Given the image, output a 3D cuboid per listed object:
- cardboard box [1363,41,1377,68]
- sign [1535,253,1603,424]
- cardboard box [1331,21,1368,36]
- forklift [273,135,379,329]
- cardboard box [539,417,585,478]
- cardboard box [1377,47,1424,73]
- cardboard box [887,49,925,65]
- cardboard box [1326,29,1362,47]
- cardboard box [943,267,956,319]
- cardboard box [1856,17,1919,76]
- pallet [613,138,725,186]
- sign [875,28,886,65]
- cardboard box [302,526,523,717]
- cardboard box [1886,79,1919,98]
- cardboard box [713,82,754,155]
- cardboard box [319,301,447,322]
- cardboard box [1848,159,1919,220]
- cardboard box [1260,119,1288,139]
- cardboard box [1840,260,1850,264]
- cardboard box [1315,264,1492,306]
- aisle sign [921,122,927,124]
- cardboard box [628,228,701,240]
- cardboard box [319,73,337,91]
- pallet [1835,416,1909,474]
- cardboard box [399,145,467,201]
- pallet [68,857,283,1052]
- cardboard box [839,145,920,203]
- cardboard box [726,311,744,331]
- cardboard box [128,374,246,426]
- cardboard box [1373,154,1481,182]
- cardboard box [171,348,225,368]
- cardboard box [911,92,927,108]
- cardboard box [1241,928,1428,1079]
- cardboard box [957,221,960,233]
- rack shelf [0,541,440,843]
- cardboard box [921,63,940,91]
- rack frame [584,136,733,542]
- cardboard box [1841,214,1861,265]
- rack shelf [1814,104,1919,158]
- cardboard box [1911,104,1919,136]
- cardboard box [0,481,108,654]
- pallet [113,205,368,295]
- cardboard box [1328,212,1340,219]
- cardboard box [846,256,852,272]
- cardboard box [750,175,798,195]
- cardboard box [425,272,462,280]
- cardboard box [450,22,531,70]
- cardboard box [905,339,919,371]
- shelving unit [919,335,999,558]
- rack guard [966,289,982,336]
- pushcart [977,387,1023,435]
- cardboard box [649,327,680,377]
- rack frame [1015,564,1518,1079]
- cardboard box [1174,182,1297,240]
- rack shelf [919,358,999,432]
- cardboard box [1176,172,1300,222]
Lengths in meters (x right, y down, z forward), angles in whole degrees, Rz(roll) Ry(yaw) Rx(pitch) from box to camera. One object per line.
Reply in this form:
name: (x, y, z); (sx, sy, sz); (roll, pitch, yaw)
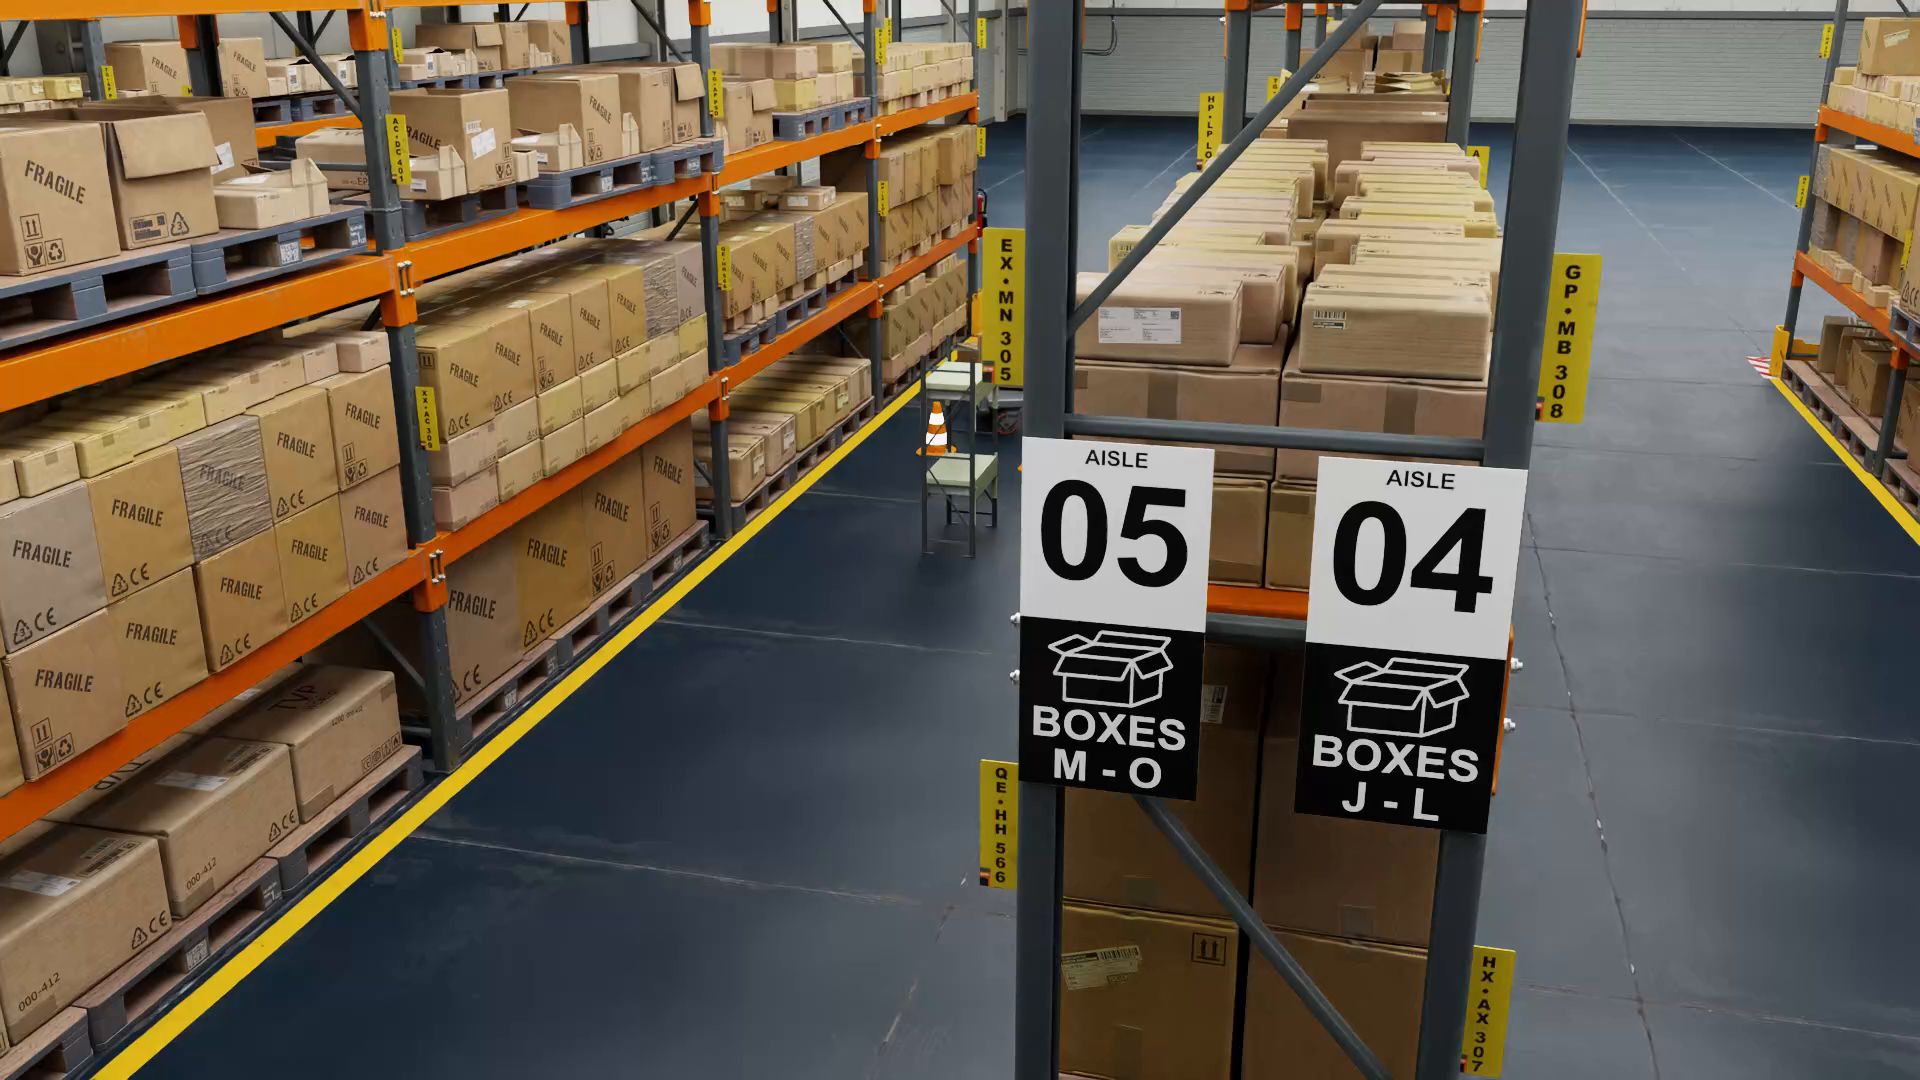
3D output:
cardboard box: (3.802, -4.738, 16.244); (0.500, 0.250, 0.500); (5, 19, 13)
sign: (1.155, -0.383, 3.176); (0.100, 0.325, 0.005); (5, 19, 13)
cardboard box: (4.085, -5.374, 17.490); (0.380, 0.149, 0.250); (5, 19, 14)
forklift: (-5.173, -1.826, 13.499); (3.031, 2.935, 1.130); (16, 24, 38)
cardboard box: (-2.590, -0.574, 9.959); (0.500, 0.250, 0.500); (4, 19, 13)
cardboard box: (3.951, -4.221, 14.730); (0.500, 0.250, 0.500); (5, 19, 14)
cardboard box: (-0.571, -4.958, 17.077); (0.380, 0.149, 0.250); (5, 20, 14)
cardboard box: (3.464, -4.576, 15.154); (0.380, 0.149, 0.250); (5, 19, 13)
cardboard box: (-0.354, -2.784, 18.642); (0.500, 0.500, 0.500); (5, 20, 15)
cardboard box: (8.698, -4.585, 15.441); (0.500, 0.500, 0.500); (5, 19, 13)
pallet: (-2.347, -2.584, 11.263); (1.213, 0.211, 1.003); (6, 20, 16)
sign: (-0.725, -4.521, 15.234); (0.100, 0.325, 0.005); (5, 19, 13)
cardboard box: (-3.145, 0.400, 9.513); (0.875, 0.875, 0.875); (5, 20, 15)
cardboard box: (8.462, -4.006, 14.750); (0.380, 0.149, 0.250); (6, 20, 16)
cardboard box: (-2.000, -3.223, 12.687); (0.700, 0.500, 0.500); (5, 19, 13)
cardboard box: (-3.234, -1.049, 9.417); (0.500, 0.500, 0.500); (5, 19, 14)
cardboard box: (8.558, -3.225, 15.326); (0.500, 0.500, 0.500); (5, 19, 13)
cardboard box: (1.953, -2.095, 9.385); (0.500, 0.500, 0.500); (5, 19, 13)
cardboard box: (8.723, -2.603, 16.056); (0.380, 0.149, 0.250); (5, 19, 13)
cardboard box: (1.008, -0.529, 3.796); (0.380, 0.149, 0.250); (5, 20, 16)
aisle sign: (-0.572, -5.241, 19.370); (0.394, 0.787, 0.004); (5, 19, 13)
cardboard box: (-2.284, -2.174, 13.147); (0.500, 0.500, 0.500); (4, 19, 13)
cardboard box: (-6.053, -4.282, 15.528); (0.380, 0.149, 0.250); (5, 19, 13)
pallet: (8.475, -0.825, 14.775); (1.003, 0.211, 1.213); (5, 19, 13)
cardboard box: (-2.757, -1.890, 8.497); (0.396, 0.266, 0.258); (4, 19, 13)
pallet: (-3.777, 1.729, 7.298); (1.003, 0.211, 1.213); (5, 19, 13)
cardboard box: (-0.801, -3.654, 16.582); (0.700, 0.500, 0.500); (5, 19, 14)
cardboard box: (-1.880, -1.713, 12.800); (0.380, 0.149, 0.250); (3, 19, 10)
cardboard box: (-3.296, -0.598, 7.093); (0.380, 0.149, 0.250); (5, 19, 13)
cardboard box: (1.721, -1.337, 6.163); (0.380, 0.149, 0.250); (5, 19, 13)
cardboard box: (-3.616, -0.790, 7.654); (0.380, 0.149, 0.250); (4, 19, 13)
cardboard box: (-0.550, -4.490, 16.939); (0.380, 0.149, 0.250); (4, 19, 12)
cardboard box: (1.006, 1.100, 4.211); (0.500, 0.500, 0.500); (6, 20, 16)
cardboard box: (-0.209, -3.547, 18.821); (0.380, 0.149, 0.250); (4, 19, 12)
rack shelf: (-3.708, 0.761, 6.931); (1.077, 0.370, 4.000); (5, 19, 13)
cardboard box: (-0.518, -4.796, 17.219); (0.500, 0.250, 0.500); (5, 19, 14)
rack frame: (-2.242, -1.460, 12.320); (1.000, 3.000, 0.127); (5, 19, 13)
cardboard box: (8.992, -2.883, 15.872); (0.875, 0.500, 0.500); (5, 19, 13)
rack shelf: (8.834, -3.637, 15.166); (1.077, 0.370, 4.000); (5, 19, 13)
cardboard box: (8.204, -3.443, 13.718); (0.500, 0.250, 0.500); (5, 20, 15)
cardboard box: (-3.565, 0.075, 6.126); (0.500, 0.500, 0.500); (5, 19, 13)
pallet: (-3.429, -1.328, 7.431); (1.003, 0.211, 1.213); (5, 19, 13)
cardboard box: (1.478, -0.941, 5.620); (0.500, 0.250, 0.500); (5, 20, 16)
cardboard box: (-1.204, -2.529, 15.190); (0.380, 0.149, 0.250); (4, 19, 12)
cardboard box: (-1.722, -3.288, 15.404); (0.380, 0.149, 0.250); (5, 19, 13)
cardboard box: (-5.521, -2.761, 18.188); (0.500, 0.250, 0.500); (5, 19, 13)
cardboard box: (-5.320, -5.600, 18.842); (0.700, 0.500, 0.500); (5, 19, 14)
cardboard box: (-0.739, -1.943, 17.339); (0.500, 0.250, 0.500); (6, 20, 16)
shelving unit: (0.002, -0.712, 12.451); (0.431, 1.500, 0.755); (5, 19, 13)
rack guard: (-0.306, -2.760, 19.996); (1.175, 0.500, 0.348); (5, 19, 13)
pushcart: (0.959, -1.308, 15.934); (1.648, 0.377, 0.936); (-2, 19, -6)
cardboard box: (-2.235, -1.292, 11.289); (0.500, 0.250, 0.500); (4, 19, 12)
rack frame: (0.629, 1.407, 3.928); (1.000, 3.000, 0.127); (5, 19, 13)
cardboard box: (0.881, -1.057, 5.343); (0.380, 0.149, 0.250); (4, 19, 12)
rack shelf: (0.002, -1.081, 12.325); (0.431, 0.370, 0.720); (5, 19, 13)
cardboard box: (0.932, -1.140, 5.586); (0.380, 0.149, 0.250); (6, 20, 16)
